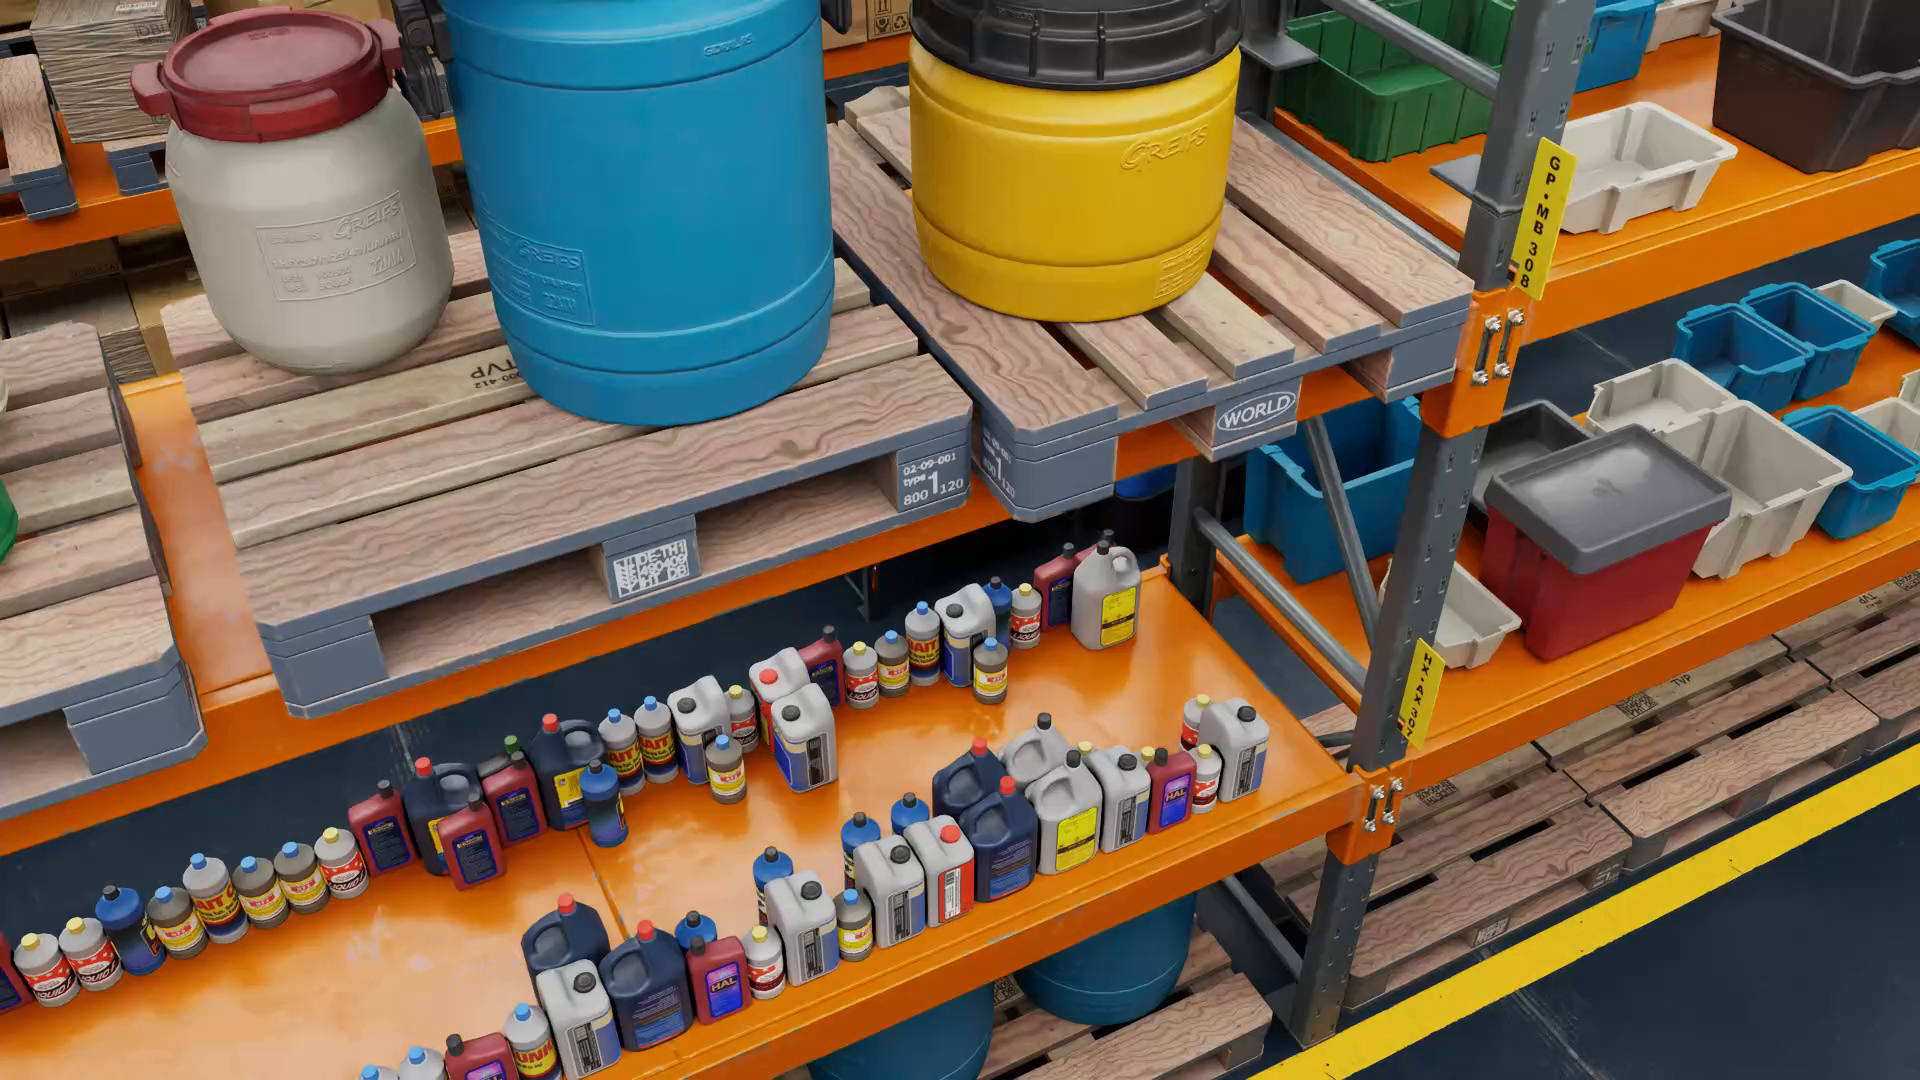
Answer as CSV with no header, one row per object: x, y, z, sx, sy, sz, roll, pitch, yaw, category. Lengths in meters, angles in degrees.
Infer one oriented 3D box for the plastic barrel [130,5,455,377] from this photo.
-1.123,-0.592,2.876,0.433,0.535,0.433,0,40,0,plastic barrel

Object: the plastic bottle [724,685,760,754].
-0.601,0.478,4.518,0.097,0.201,0.097,0,40,0,plastic bottle

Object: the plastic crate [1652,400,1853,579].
2.362,-0.141,5.140,0.530,0.282,0.437,-19,44,-21,plastic crate

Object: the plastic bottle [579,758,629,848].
-0.913,0.661,4.247,0.097,0.271,0.097,0,40,0,plastic bottle

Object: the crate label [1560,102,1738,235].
1.490,-0.838,3.801,0.466,0.136,0.293,-19,44,-21,crate label

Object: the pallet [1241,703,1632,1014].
1.556,1.010,5.894,1.213,0.211,1.003,-19,44,-21,pallet

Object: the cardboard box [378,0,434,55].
-2.467,-2.596,7.593,0.500,0.500,0.700,-12,42,-14,cardboard box

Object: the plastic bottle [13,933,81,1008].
-2.148,0.998,3.903,0.097,0.201,0.097,0,40,0,plastic bottle

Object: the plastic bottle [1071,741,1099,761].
0.324,0.609,4.363,0.097,0.201,0.097,0,40,0,plastic bottle

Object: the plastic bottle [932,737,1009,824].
0.027,0.640,4.210,0.185,0.351,0.144,-19,44,-21,plastic bottle

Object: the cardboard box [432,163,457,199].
-2.791,-1.850,8.127,0.500,0.250,0.500,-19,44,-21,cardboard box

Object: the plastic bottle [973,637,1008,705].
0.085,0.358,4.660,0.097,0.201,0.097,0,40,0,plastic bottle

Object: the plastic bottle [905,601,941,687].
-0.104,0.284,4.692,0.097,0.271,0.097,0,40,0,plastic bottle

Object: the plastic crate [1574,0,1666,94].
1.582,-1.349,4.330,0.300,0.233,0.416,-19,44,-21,plastic crate

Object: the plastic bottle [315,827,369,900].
-1.544,0.795,4.143,0.097,0.201,0.097,0,40,0,plastic bottle

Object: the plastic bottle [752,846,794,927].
-0.449,0.842,4.033,0.097,0.271,0.097,0,40,0,plastic bottle

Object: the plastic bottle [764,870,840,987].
-0.374,0.906,3.954,0.135,0.276,0.152,-19,44,-21,plastic bottle

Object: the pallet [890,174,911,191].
-0.753,-1.793,9.205,1.213,0.211,1.003,-19,44,-21,pallet

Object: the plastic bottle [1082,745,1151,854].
0.398,0.646,4.261,0.135,0.276,0.152,-19,44,-21,plastic bottle

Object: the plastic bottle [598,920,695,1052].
-0.719,0.996,3.790,0.185,0.351,0.144,-19,44,-21,plastic bottle

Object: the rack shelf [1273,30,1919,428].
2.696,-1.280,4.676,4.000,0.370,1.077,-19,44,-21,rack shelf

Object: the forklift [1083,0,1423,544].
1.666,-1.849,7.165,3.031,2.935,1.130,-24,46,-25,forklift

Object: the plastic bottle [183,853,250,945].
-1.803,0.856,4.017,0.097,0.271,0.097,0,40,0,plastic bottle

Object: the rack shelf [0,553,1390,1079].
-0.852,1.058,4.235,4.000,0.370,1.077,-19,44,-21,rack shelf

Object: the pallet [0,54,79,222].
-4.342,-1.628,7.000,1.003,0.211,1.213,-19,44,-21,pallet

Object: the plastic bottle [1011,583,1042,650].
0.188,0.212,4.831,0.097,0.201,0.097,0,40,0,plastic bottle

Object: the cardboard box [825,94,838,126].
-0.988,-2.199,9.120,0.500,0.500,0.500,-19,44,-21,cardboard box

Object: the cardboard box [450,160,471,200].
-2.372,-1.696,8.526,0.500,0.500,0.500,-18,43,-20,cardboard box

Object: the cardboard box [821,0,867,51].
-0.785,-2.687,8.025,0.500,0.500,0.500,-17,43,-20,cardboard box

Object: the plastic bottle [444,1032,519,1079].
-1.047,1.163,3.645,0.133,0.283,0.061,-19,44,-21,plastic bottle

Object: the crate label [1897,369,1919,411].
3.331,-0.407,5.566,0.243,0.136,0.396,-19,44,-21,crate label

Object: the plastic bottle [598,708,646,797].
-0.893,0.549,4.379,0.097,0.271,0.097,0,40,0,plastic bottle

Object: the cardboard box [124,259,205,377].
-3.466,-0.951,7.646,0.500,0.500,0.500,-19,44,-21,cardboard box

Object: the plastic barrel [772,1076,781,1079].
-0.738,1.457,4.807,0.421,0.512,0.421,0,40,0,plastic barrel

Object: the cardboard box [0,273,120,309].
-4.189,-1.086,7.806,0.500,0.500,0.500,-17,43,-19,cardboard box

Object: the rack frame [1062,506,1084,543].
0.392,-0.559,7.039,0.032,1.125,0.500,-21,44,-23,rack frame

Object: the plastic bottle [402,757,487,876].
-1.290,0.670,4.175,0.185,0.351,0.144,-19,44,-21,plastic bottle

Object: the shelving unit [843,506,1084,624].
-0.047,-0.393,6.843,1.048,1.125,0.538,-21,44,-23,shelving unit

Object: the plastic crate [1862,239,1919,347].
3.515,-0.884,6.056,0.300,0.233,0.416,-19,44,-21,plastic crate

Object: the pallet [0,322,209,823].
-1.902,0.136,2.593,1.213,0.211,1.003,-19,44,-21,pallet

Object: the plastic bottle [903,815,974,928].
-0.049,0.797,4.083,0.135,0.276,0.152,-19,44,-21,plastic bottle

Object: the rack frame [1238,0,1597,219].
0.922,-2.103,2.769,0.127,3.000,1.000,-19,44,-21,rack frame

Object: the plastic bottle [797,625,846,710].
-0.388,0.361,4.592,0.133,0.283,0.061,-19,44,-21,plastic bottle

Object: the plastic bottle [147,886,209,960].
-1.889,0.911,4.005,0.097,0.201,0.097,0,40,0,plastic bottle

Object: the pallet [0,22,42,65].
-6.468,-3.424,11.132,1.213,0.211,1.003,-19,44,-21,pallet

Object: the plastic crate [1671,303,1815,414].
2.665,-0.598,5.718,0.300,0.233,0.416,-19,44,-21,plastic crate

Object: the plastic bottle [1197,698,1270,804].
0.722,0.537,4.390,0.135,0.276,0.152,-19,44,-21,plastic bottle
